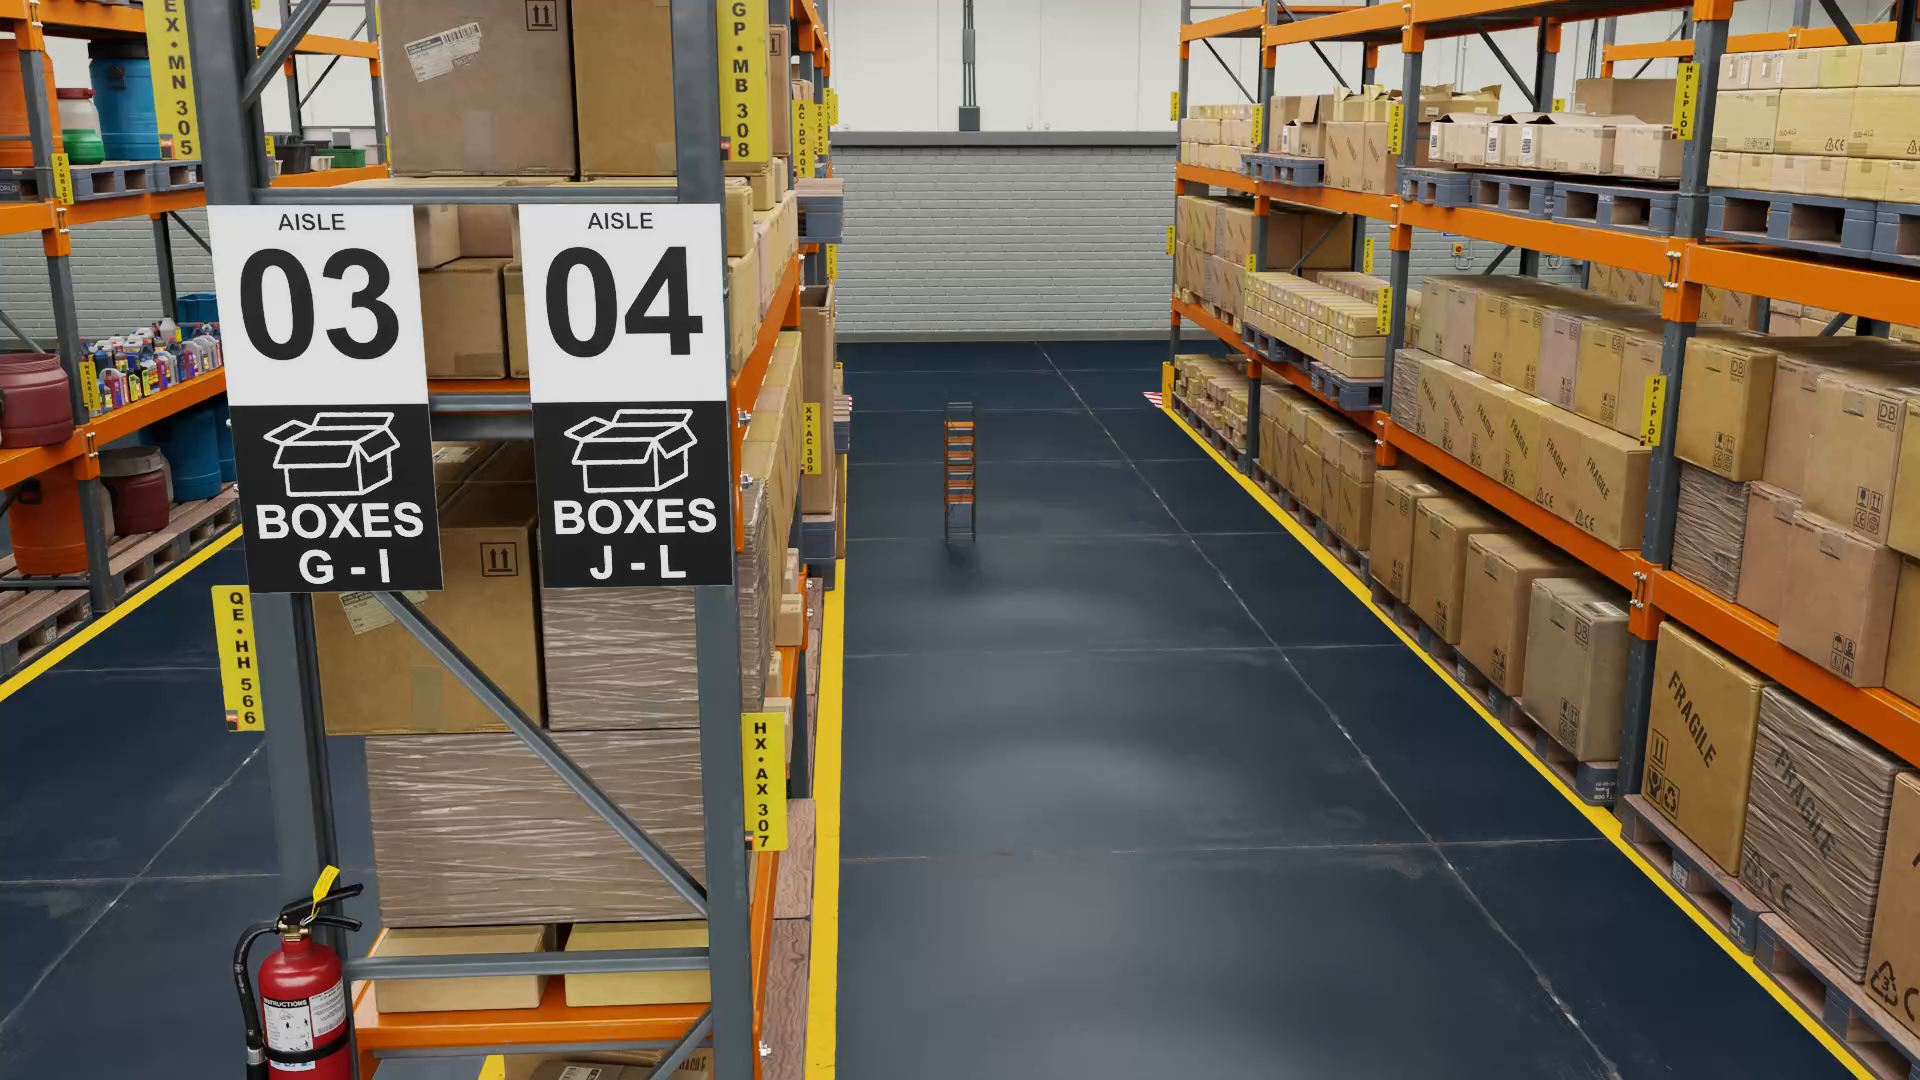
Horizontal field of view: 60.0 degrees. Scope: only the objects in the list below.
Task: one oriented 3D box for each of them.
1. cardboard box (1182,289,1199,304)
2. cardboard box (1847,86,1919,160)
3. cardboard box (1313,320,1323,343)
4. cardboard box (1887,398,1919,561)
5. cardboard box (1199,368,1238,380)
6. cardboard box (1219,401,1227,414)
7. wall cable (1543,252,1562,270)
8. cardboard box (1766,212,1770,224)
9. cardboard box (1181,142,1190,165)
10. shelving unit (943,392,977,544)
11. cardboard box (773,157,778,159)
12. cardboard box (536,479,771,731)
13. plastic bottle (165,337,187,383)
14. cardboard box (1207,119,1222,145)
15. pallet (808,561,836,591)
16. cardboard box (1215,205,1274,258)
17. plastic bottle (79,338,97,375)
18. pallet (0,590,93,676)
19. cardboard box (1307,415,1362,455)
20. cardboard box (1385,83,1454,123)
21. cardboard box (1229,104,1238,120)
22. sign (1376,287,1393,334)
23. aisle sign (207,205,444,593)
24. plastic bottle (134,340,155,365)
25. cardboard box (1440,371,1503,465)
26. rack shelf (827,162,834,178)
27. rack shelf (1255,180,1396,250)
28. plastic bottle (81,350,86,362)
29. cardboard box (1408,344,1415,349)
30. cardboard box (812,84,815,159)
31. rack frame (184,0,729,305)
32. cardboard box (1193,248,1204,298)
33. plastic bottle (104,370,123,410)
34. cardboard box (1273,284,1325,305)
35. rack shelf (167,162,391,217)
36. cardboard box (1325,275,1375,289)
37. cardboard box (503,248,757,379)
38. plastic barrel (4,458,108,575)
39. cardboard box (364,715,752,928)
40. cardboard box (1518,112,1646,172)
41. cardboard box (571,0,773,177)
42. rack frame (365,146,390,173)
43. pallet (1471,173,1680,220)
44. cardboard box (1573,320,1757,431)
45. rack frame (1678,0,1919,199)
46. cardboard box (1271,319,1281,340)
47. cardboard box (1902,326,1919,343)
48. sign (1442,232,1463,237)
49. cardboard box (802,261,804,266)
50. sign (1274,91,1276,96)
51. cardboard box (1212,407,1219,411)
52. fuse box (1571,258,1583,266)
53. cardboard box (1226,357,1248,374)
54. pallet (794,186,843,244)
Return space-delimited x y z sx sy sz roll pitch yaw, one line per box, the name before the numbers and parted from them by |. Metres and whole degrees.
cardboard box | 2.701 -2.728 18.614 0.380 0.149 0.250 -1 14 -5
cardboard box | 3.547 -1.481 5.902 0.500 0.250 0.500 -1 14 -4
cardboard box | 2.946 -1.612 12.836 0.380 0.149 0.250 -1 14 -3
cardboard box | 3.807 -0.182 5.745 0.875 0.550 0.500 -1 14 -3
cardboard box | 2.812 -1.780 18.111 0.380 0.149 0.250 0 14 -1
cardboard box | 2.882 -1.372 17.120 0.380 0.149 0.250 -1 14 -2
wall cable | 8.964 -5.086 25.236 0.588 1.984 0.122 -1 14 -3
cardboard box | 7.833 -3.091 16.012 0.380 0.149 0.250 -1 14 -5
cardboard box | 2.760 -4.330 18.618 0.500 0.250 0.500 0 14 -1
shelving unit | 0.001 -0.577 13.363 0.258 1.200 0.189 -1 14 -3
cardboard box | -0.890 -1.398 6.421 0.380 0.149 0.250 -2 15 -6
cardboard box | -0.740 0.147 4.131 0.500 0.500 0.500 -1 14 -3
plastic bottle | -6.213 -1.422 13.132 0.144 0.351 0.185 -1 14 -3
cardboard box | 2.841 -4.194 17.083 0.500 0.250 0.500 -1 14 -6
pallet | -1.447 0.128 12.604 1.003 0.211 1.213 -1 14 -3
cardboard box | 2.882 -3.117 16.815 0.500 0.500 0.500 -1 14 -2
plastic bottle | -6.926 -1.422 13.133 0.144 0.351 0.185 -1 14 -3
pallet | -6.407 0.595 10.789 1.003 0.211 1.213 -1 14 -3
cardboard box | 3.121 -0.850 13.481 0.500 0.250 0.500 -1 14 -2
cardboard box | 3.199 -3.045 11.584 0.396 0.266 0.258 -1 14 -3
cardboard box | 2.871 -4.219 16.382 0.380 0.149 0.250 -1 15 -6
sign | 2.942 -1.588 11.514 0.100 0.325 0.005 -1 14 -3
aisle sign | -1.273 -0.274 3.355 0.394 0.787 0.004 -1 14 -3
plastic bottle | -6.356 -1.386 12.993 0.144 0.351 0.185 -1 14 -3
cardboard box | 3.307 -0.757 10.249 0.500 0.500 0.500 -1 14 -3
rack shelf | -1.845 -3.621 17.005 1.077 0.370 4.000 -1 14 -3
rack shelf | 3.360 -2.678 13.339 1.077 0.370 4.000 -1 14 -3
plastic bottle | -6.806 -1.318 12.865 0.061 0.283 0.133 -1 14 -3
cardboard box | 3.623 -1.406 12.634 0.380 0.149 0.250 0 14 -1
cardboard box | -1.194 -2.653 10.595 0.500 0.500 0.500 -1 14 -2
rack frame | -0.978 -1.941 3.010 1.000 3.000 0.127 -1 14 -3
cardboard box | 2.816 -2.888 17.933 0.500 0.500 0.500 -1 14 -3
plastic bottle | -6.096 -1.087 11.965 0.061 0.283 0.133 -1 14 -3
cardboard box | 2.867 -2.077 14.047 0.380 0.149 0.250 -1 14 -4
rack shelf | -6.788 -3.545 16.708 1.077 0.370 4.000 -1 14 -3
cardboard box | 3.473 -2.277 14.825 0.380 0.149 0.250 -1 14 -5
cardboard box | -0.749 -0.539 3.883 0.500 0.250 0.500 0 14 -2
plastic barrel | -6.464 -0.222 11.883 0.600 0.830 0.708 -1 14 -3
cardboard box | -0.984 0.635 4.241 0.875 0.500 0.500 -1 14 -3
cardboard box | 3.403 -2.175 9.077 0.500 0.311 0.500 -1 14 -5
cardboard box | -0.800 -1.296 4.723 0.500 0.500 0.500 -1 14 -4
rack frame | -6.912 -2.938 18.926 1.000 3.000 0.127 -1 14 -3
pallet | 3.649 -2.000 9.640 1.003 0.211 1.213 0 14 -1
cardboard box | 3.661 -0.865 8.663 0.700 0.500 0.500 -1 14 -4
rack frame | 3.731 -2.987 7.076 1.000 3.000 0.127 -1 14 -3
cardboard box | 2.866 -1.791 14.129 0.380 0.149 0.250 -2 15 -6
cardboard box | 8.047 -1.718 13.483 0.500 0.250 0.500 -1 14 -5
sign | 7.497 -4.715 25.289 0.327 0.218 0.001 -1 14 -3
cardboard box | -1.540 -1.903 12.690 0.797 0.503 0.637 -1 14 -2
sign | 3.543 -4.951 18.953 0.100 0.325 0.005 -1 14 -3
cardboard box | 2.858 -1.309 17.474 0.380 0.149 0.250 -1 14 -2
fuse box | 9.655 -3.942 25.412 0.539 1.711 0.414 -1 14 -3
cardboard box | 3.232 -1.986 18.909 0.380 0.149 0.250 -1 14 -2
pallet | -1.157 -1.547 7.876 1.213 0.211 1.003 -1 14 -3
